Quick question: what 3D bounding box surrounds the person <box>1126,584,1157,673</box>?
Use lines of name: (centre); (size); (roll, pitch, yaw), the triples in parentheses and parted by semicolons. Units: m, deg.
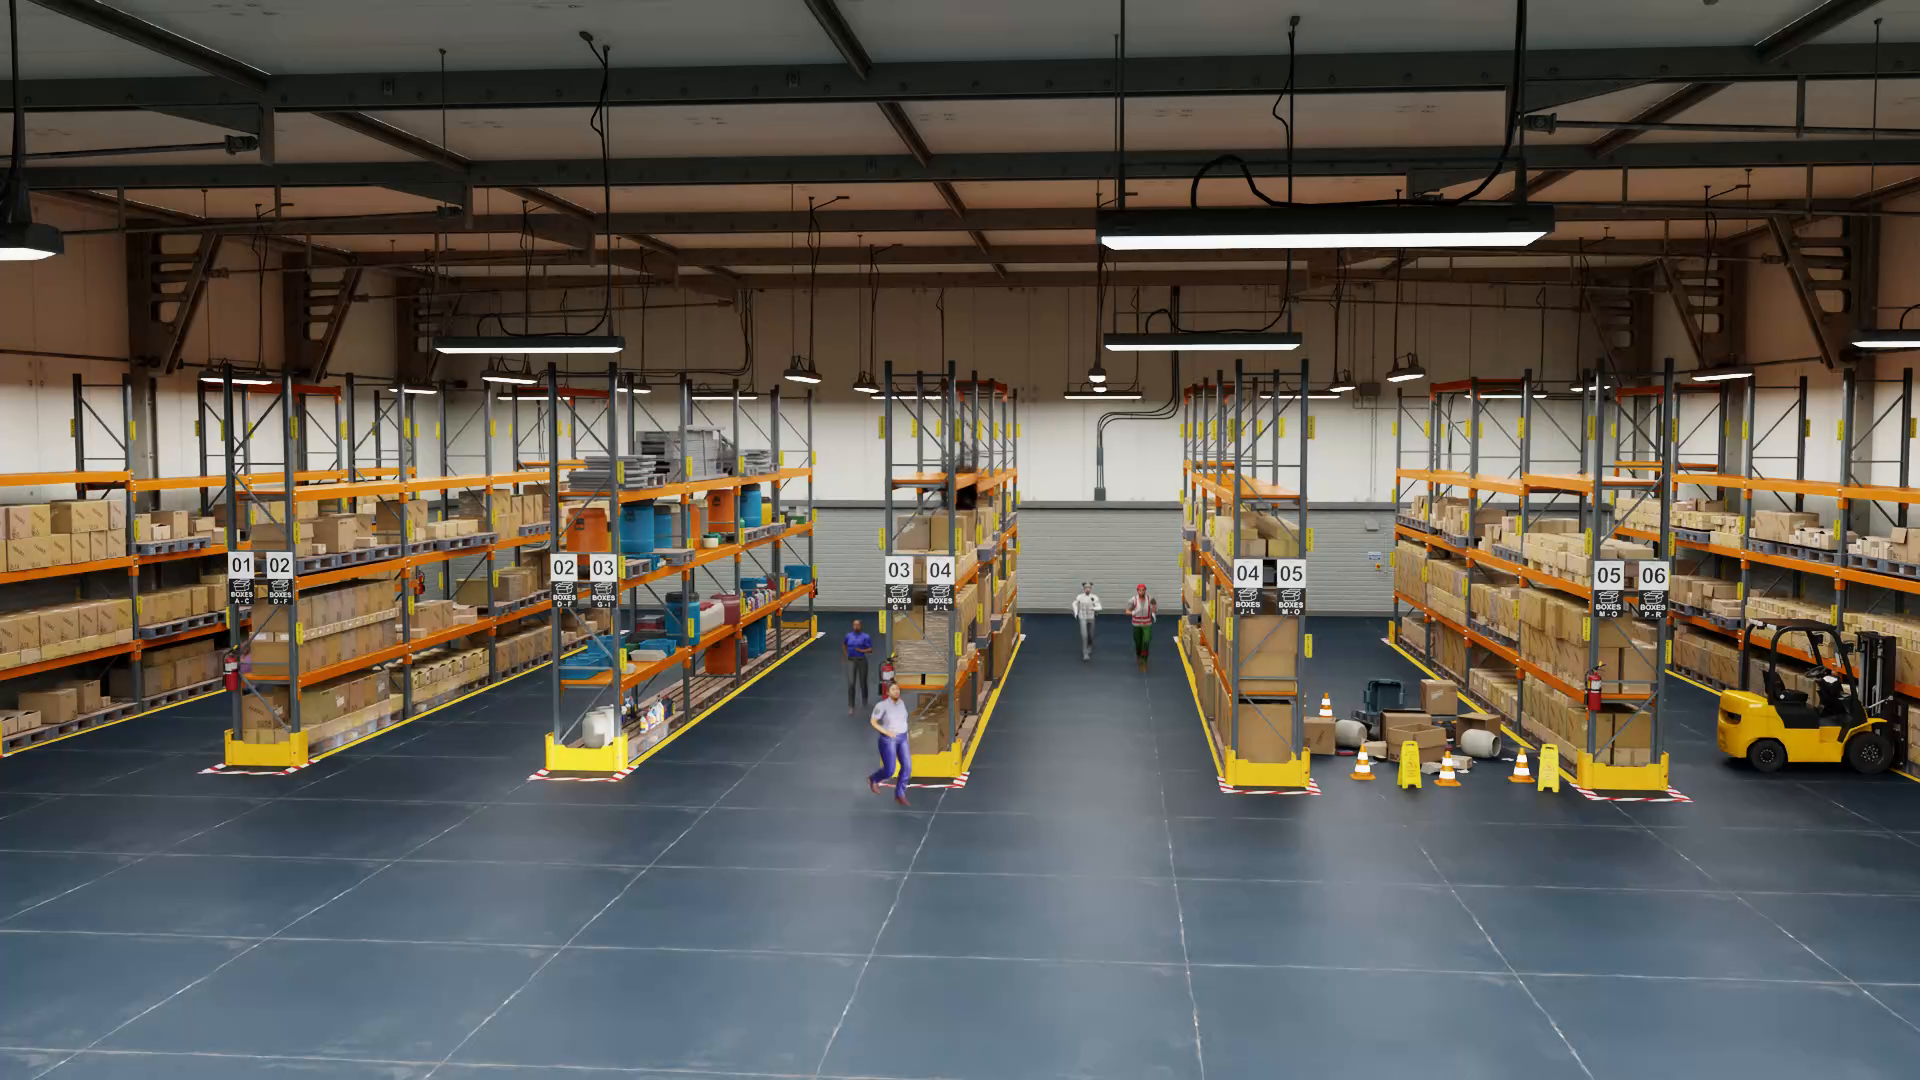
person: (3.803, 1.821, 34.886); (0.651, 1.837, 0.965); (0, 4, 4)

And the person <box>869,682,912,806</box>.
person: (-0.927, 2.733, 22.428); (0.618, 1.635, 0.683); (-3, 5, -39)

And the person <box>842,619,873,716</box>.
person: (-1.817, 2.217, 29.411); (0.570, 1.658, 0.929); (0, 4, 4)

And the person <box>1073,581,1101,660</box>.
person: (2.793, 1.739, 36.491); (0.614, 1.675, 0.938); (0, 4, -1)

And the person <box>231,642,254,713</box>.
person: (-11.716, 2.435, 27.211); (0.541, 1.552, 0.666); (0, 4, 3)
